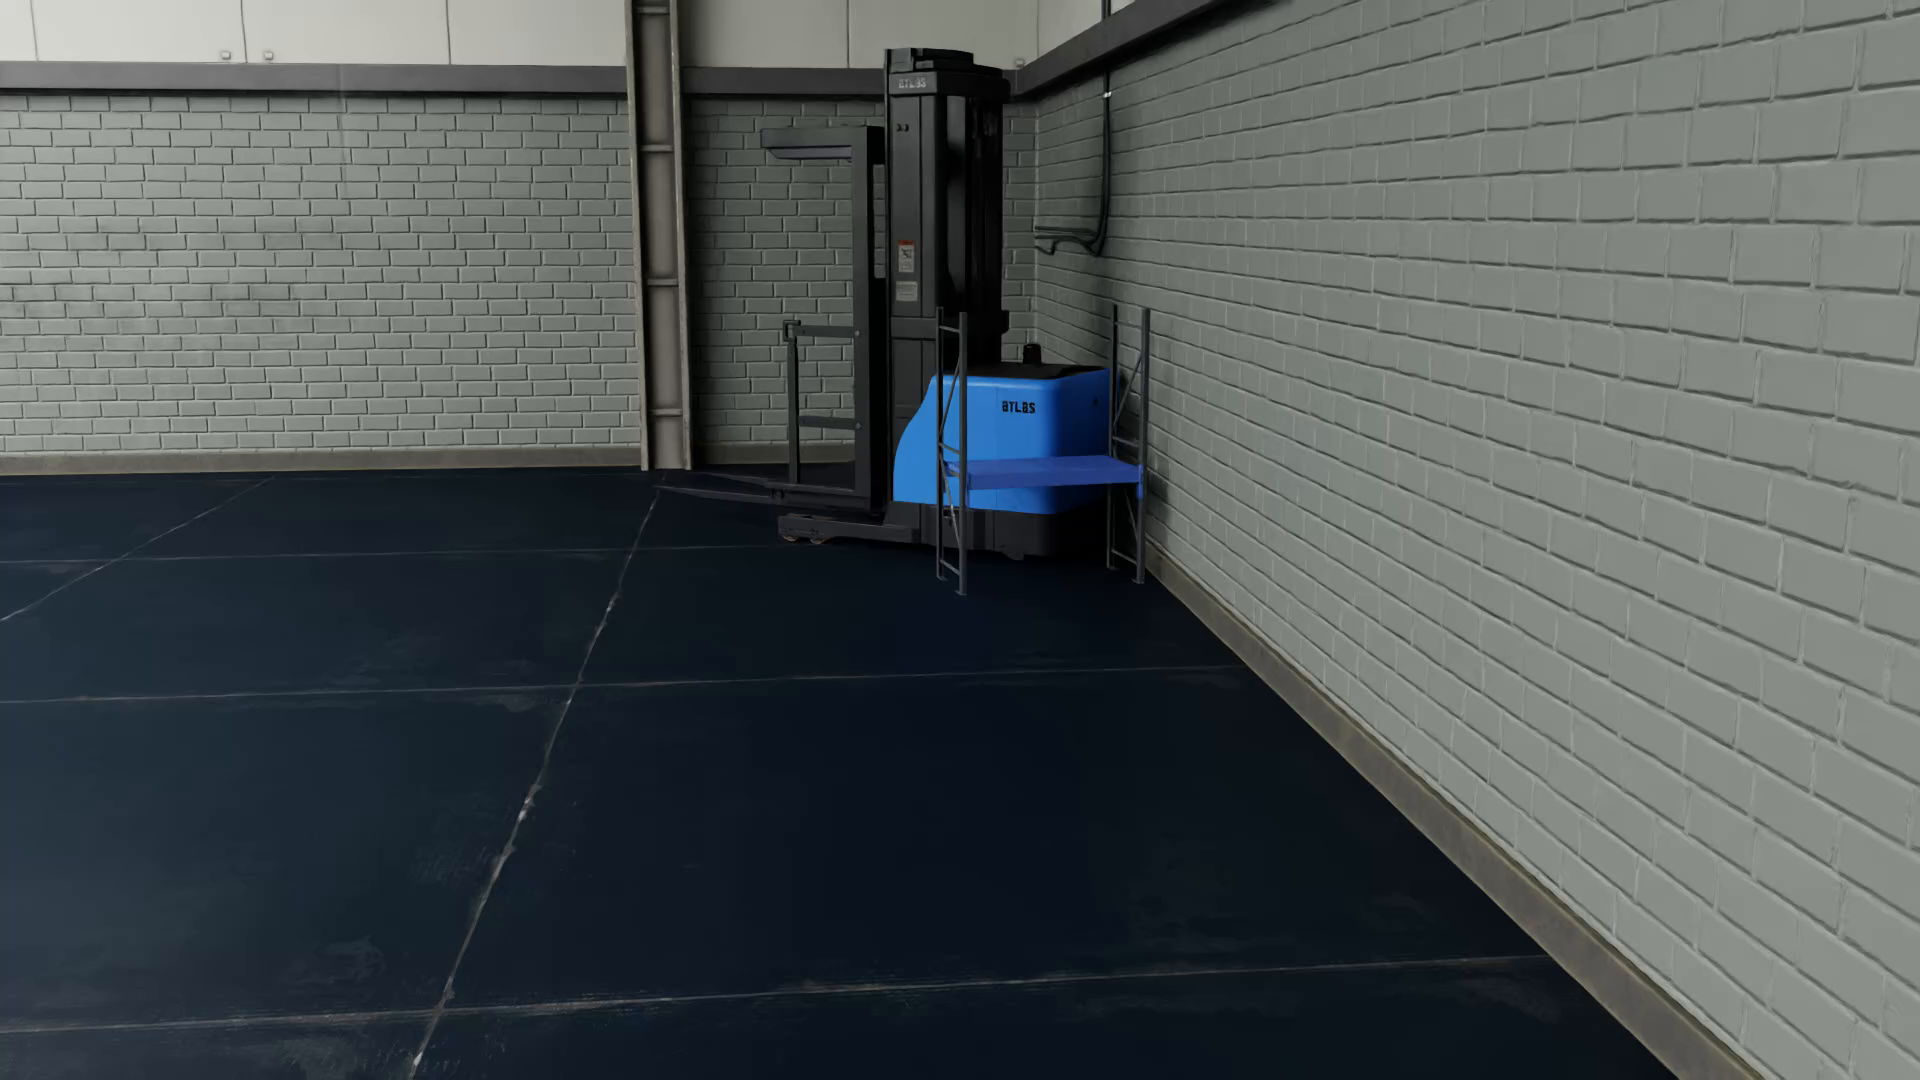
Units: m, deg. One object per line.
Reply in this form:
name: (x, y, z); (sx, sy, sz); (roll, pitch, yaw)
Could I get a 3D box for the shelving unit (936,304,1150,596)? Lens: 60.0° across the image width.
shelving unit: (0.441, -0.511, 9.082); (1.048, 1.500, 0.538); (-3, 12, -16)

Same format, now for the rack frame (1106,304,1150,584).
rack frame: (0.929, -0.539, 9.221); (0.032, 1.500, 0.500); (-3, 12, -16)

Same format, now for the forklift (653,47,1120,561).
forklift: (-0.552, -1.496, 10.379); (3.031, 2.935, 1.130); (6, 13, 28)

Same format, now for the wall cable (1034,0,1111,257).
wall cable: (0.731, -3.283, 11.791); (0.112, 2.526, 3.097); (-1, 11, -6)

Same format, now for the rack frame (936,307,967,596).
rack frame: (-0.047, -0.484, 8.942); (0.032, 1.500, 0.500); (-3, 12, -16)

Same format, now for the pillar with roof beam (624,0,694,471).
pillar with roof beam: (-1.876, -4.174, 8.270); (0.400, 9.000, 9.100); (-1, 11, -6)

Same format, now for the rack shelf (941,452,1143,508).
rack shelf: (0.441, -0.335, 9.116); (1.000, 0.185, 0.538); (-3, 12, -16)
